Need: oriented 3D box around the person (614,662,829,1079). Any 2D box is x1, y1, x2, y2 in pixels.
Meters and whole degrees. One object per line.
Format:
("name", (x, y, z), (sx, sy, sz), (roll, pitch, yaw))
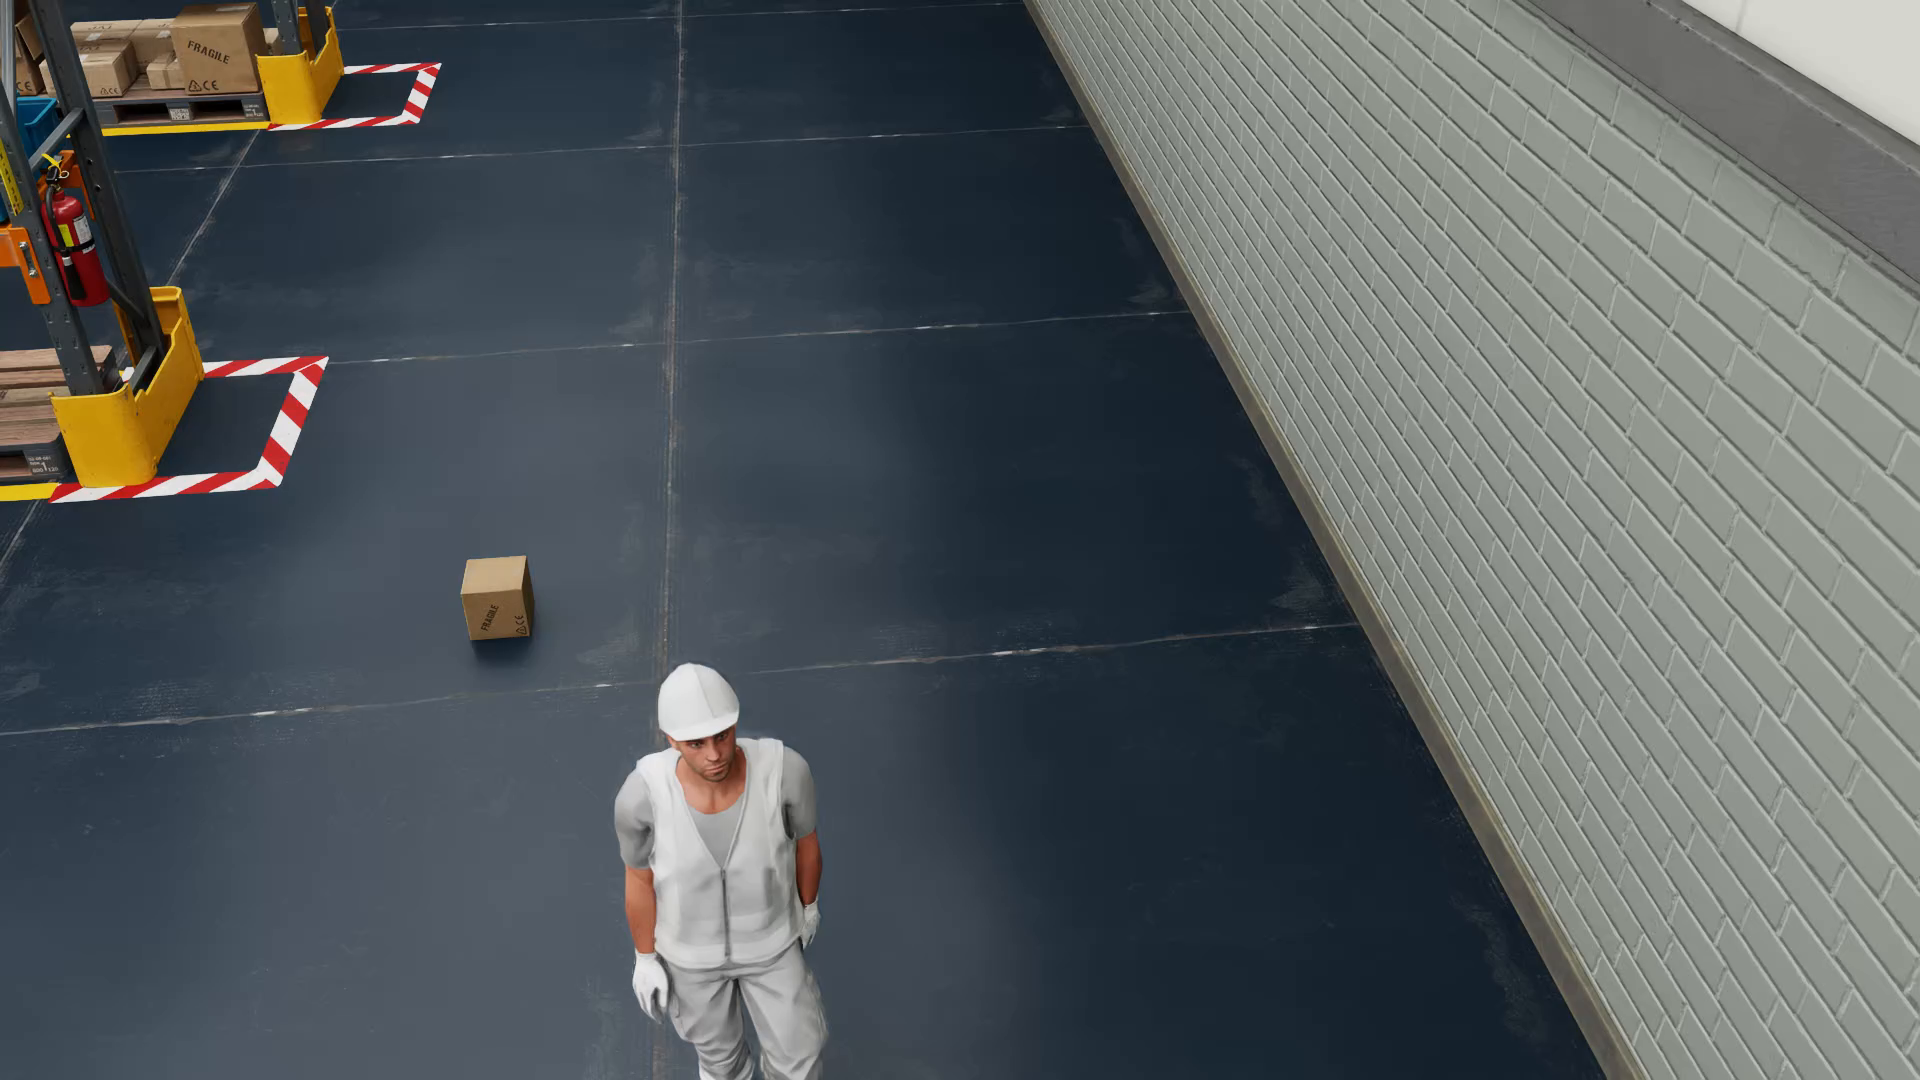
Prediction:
("person", (-0.618, 1.101, 4.480), (0.533, 1.795, 0.448), (-5, 35, -8))
